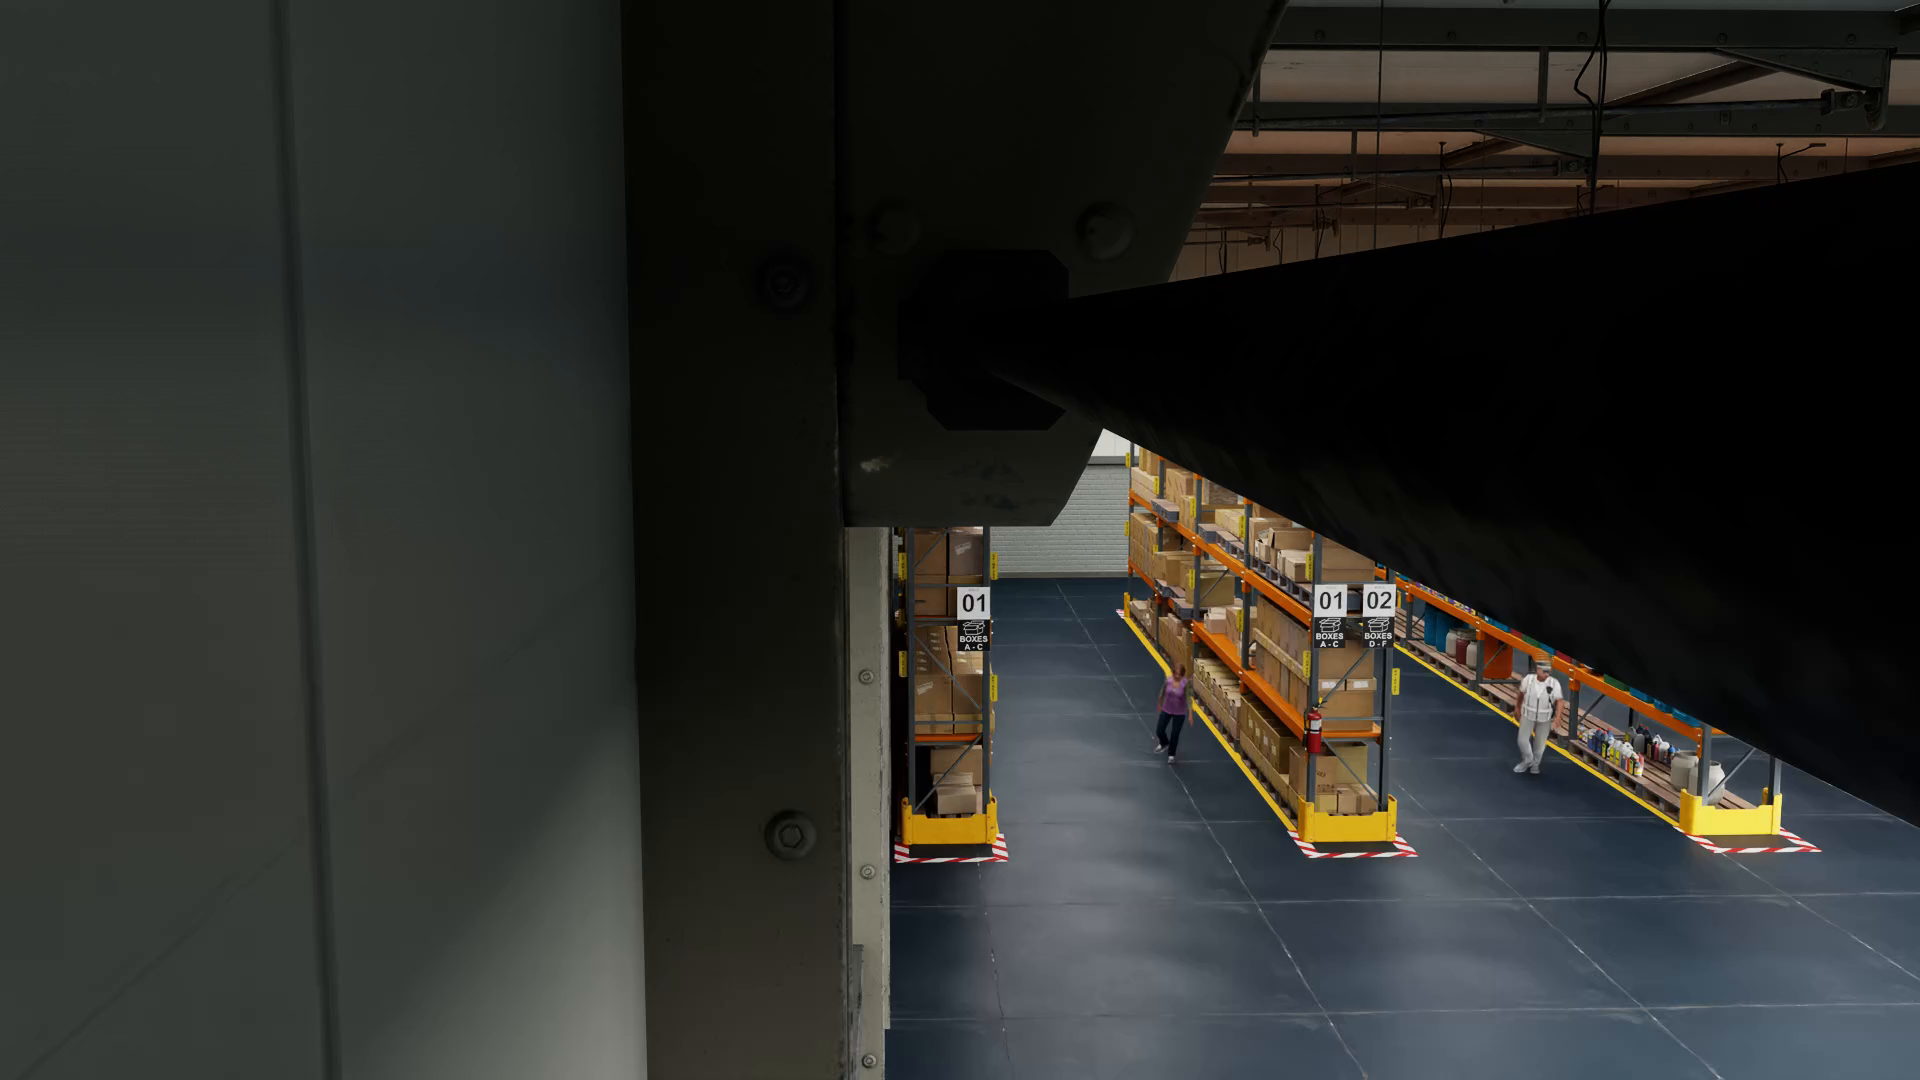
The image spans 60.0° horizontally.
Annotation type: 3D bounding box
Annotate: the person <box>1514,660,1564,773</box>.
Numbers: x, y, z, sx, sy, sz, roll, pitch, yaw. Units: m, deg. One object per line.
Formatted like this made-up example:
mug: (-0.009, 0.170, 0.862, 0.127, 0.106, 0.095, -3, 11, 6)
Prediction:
person: (8.138, 2.491, 23.398, 0.662, 1.692, 0.737, 3, 8, 19)

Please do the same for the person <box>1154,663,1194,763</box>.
person: (3.107, 2.489, 24.095, 0.662, 1.523, 0.573, 3, 8, 22)
